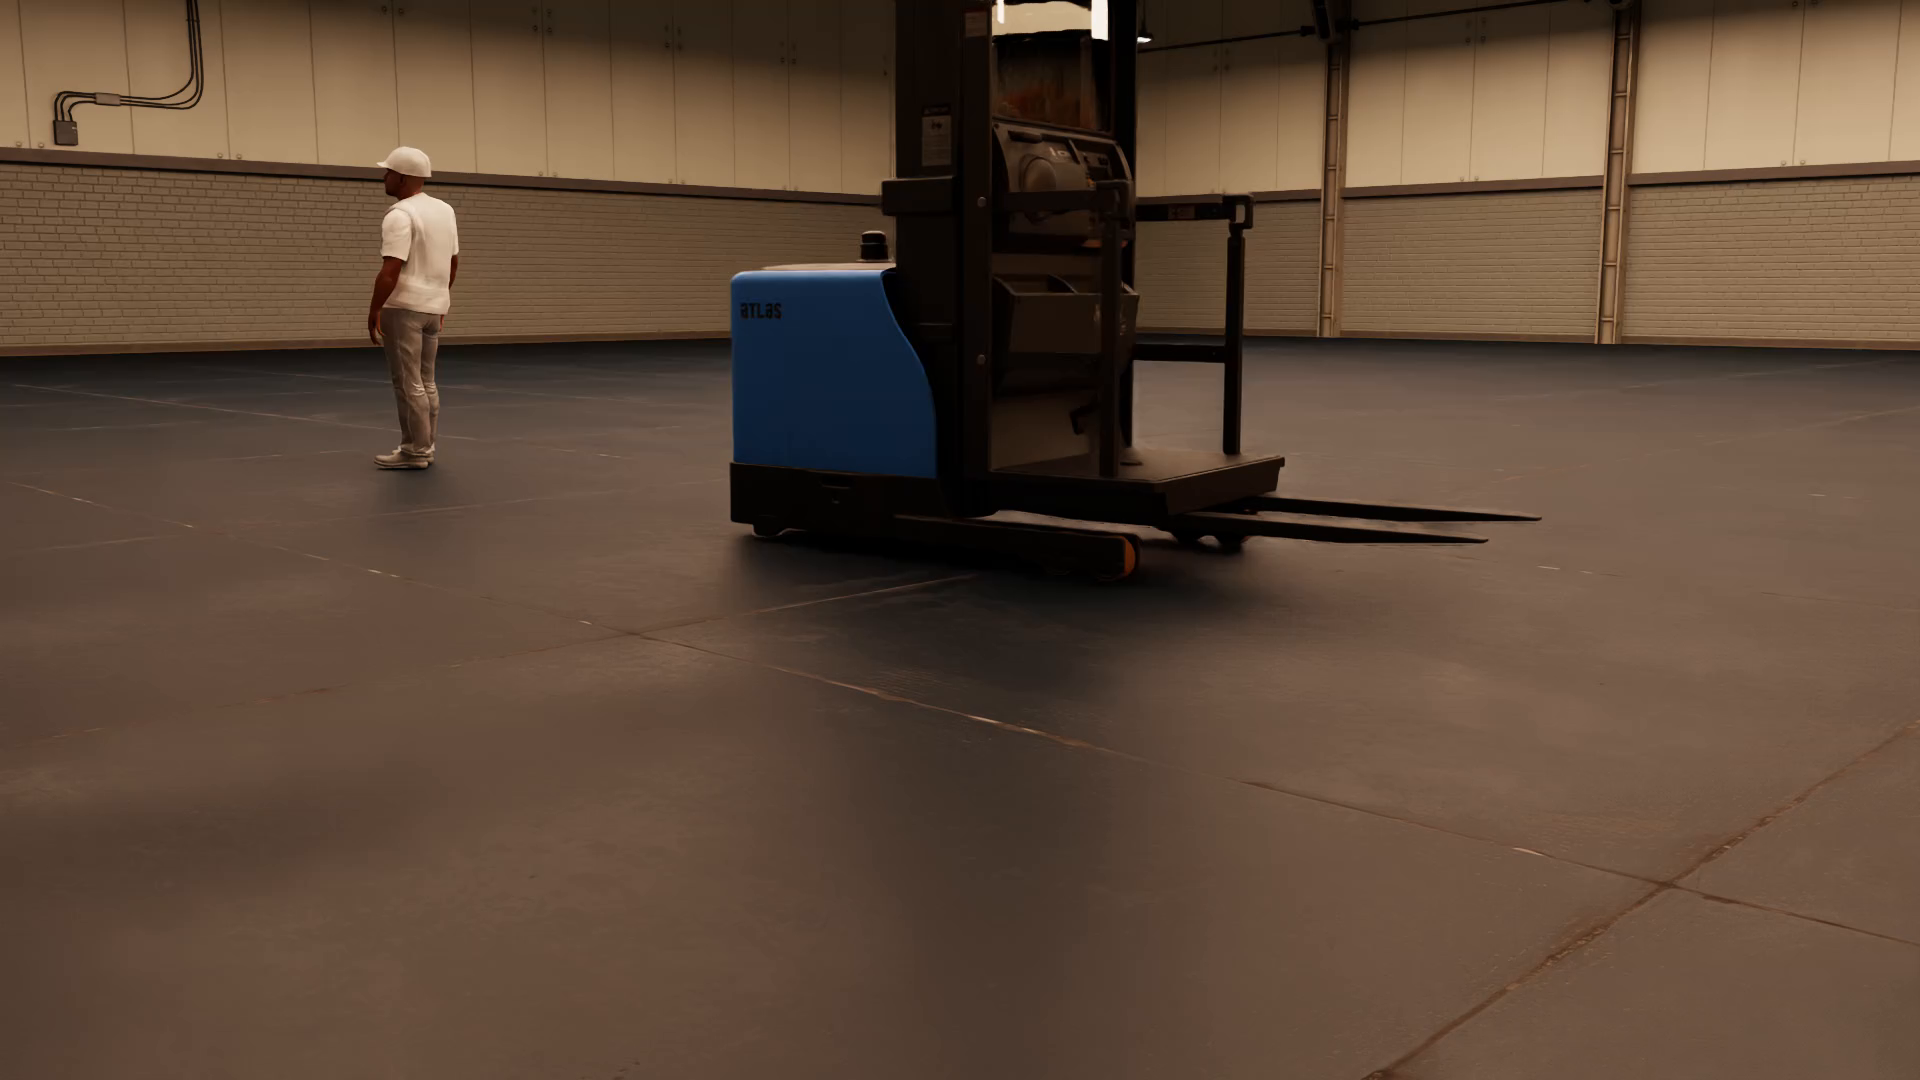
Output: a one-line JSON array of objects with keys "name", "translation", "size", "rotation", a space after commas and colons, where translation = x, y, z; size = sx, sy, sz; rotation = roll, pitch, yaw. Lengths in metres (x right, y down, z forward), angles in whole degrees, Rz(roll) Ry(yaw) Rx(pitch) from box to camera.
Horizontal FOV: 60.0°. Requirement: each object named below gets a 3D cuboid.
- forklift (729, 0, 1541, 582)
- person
[{"name": "forklift", "translation": [0.571, -1.394, 6.130], "size": [3.031, 2.935, 1.130], "rotation": [6, 10, 34]}, {"name": "person", "translation": [-3.124, -1.288, 9.288], "size": [0.578, 1.765, 0.666], "rotation": [2, 9, 16]}]
